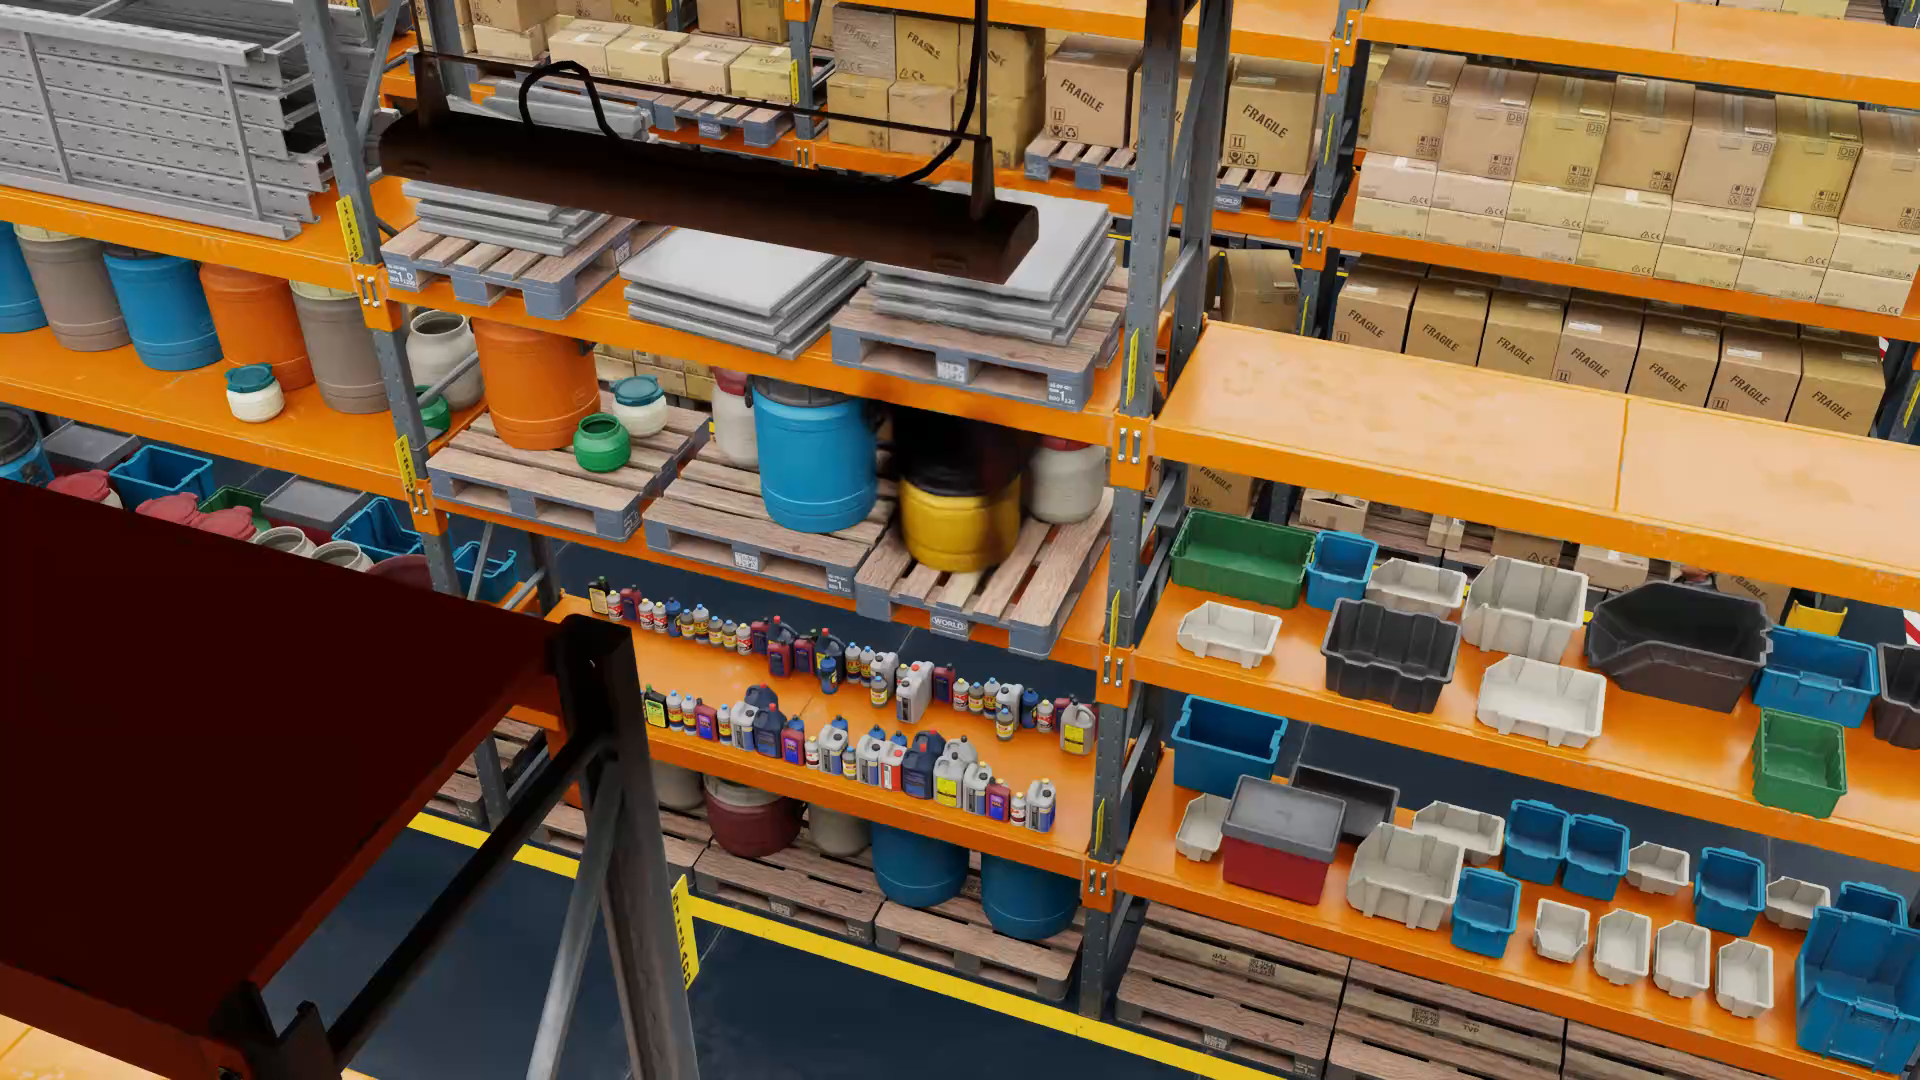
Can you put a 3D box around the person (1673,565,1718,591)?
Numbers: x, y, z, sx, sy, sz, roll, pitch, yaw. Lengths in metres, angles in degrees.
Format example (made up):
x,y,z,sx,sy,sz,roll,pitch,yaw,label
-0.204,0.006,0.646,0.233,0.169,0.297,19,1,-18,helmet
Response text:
x,y,z,sx,sy,sz,roll,pitch,yaw,label
4.766,0.745,10.986,0.543,1.677,0.689,7,37,9,person
